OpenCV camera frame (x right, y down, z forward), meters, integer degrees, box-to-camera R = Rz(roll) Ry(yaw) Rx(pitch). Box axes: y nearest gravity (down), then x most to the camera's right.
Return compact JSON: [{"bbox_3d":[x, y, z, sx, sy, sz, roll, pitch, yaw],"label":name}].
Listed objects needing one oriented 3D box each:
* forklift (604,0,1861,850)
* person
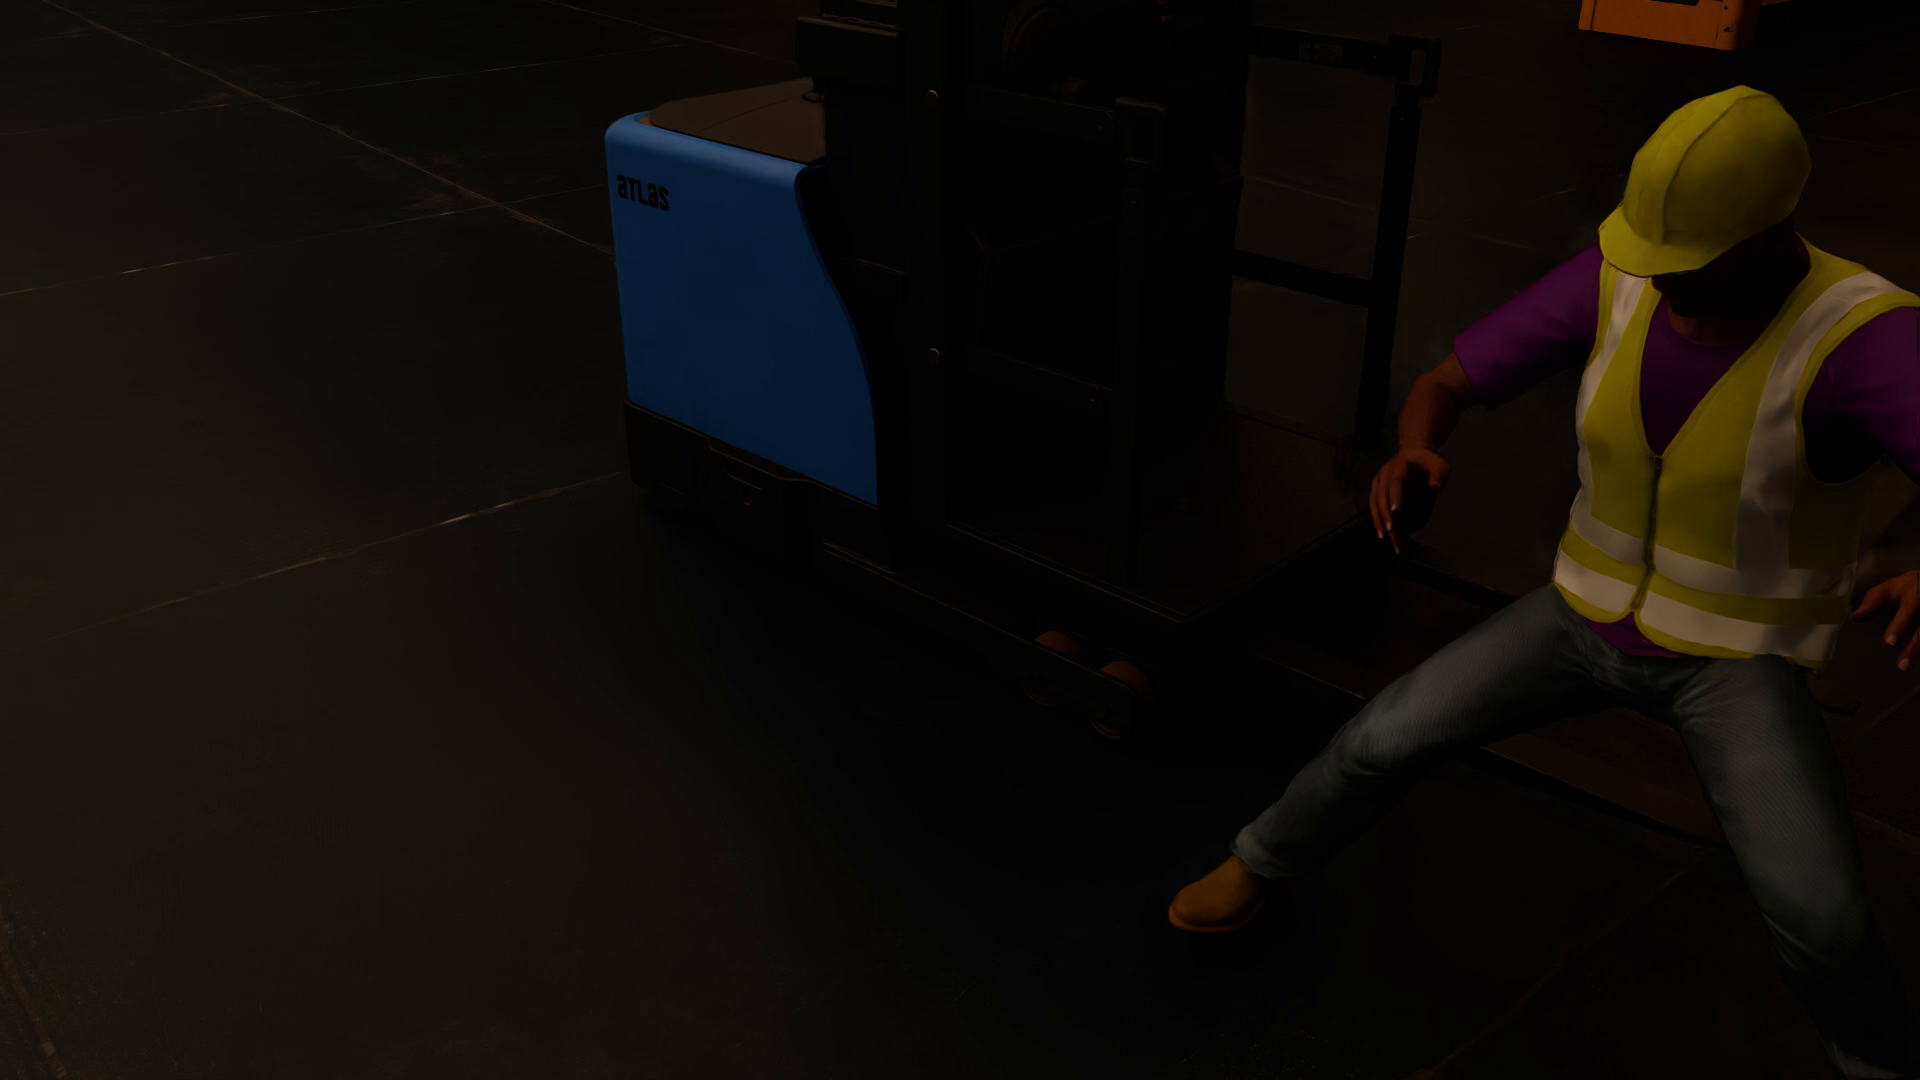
[{"bbox_3d":[0.484,-1.142,3.504,3.031,2.935,1.130,23,34,38],"label":"forklift"},{"bbox_3d":[0.982,0.137,2.406,0.719,1.533,1.222,-18,32,-32],"label":"person"}]
